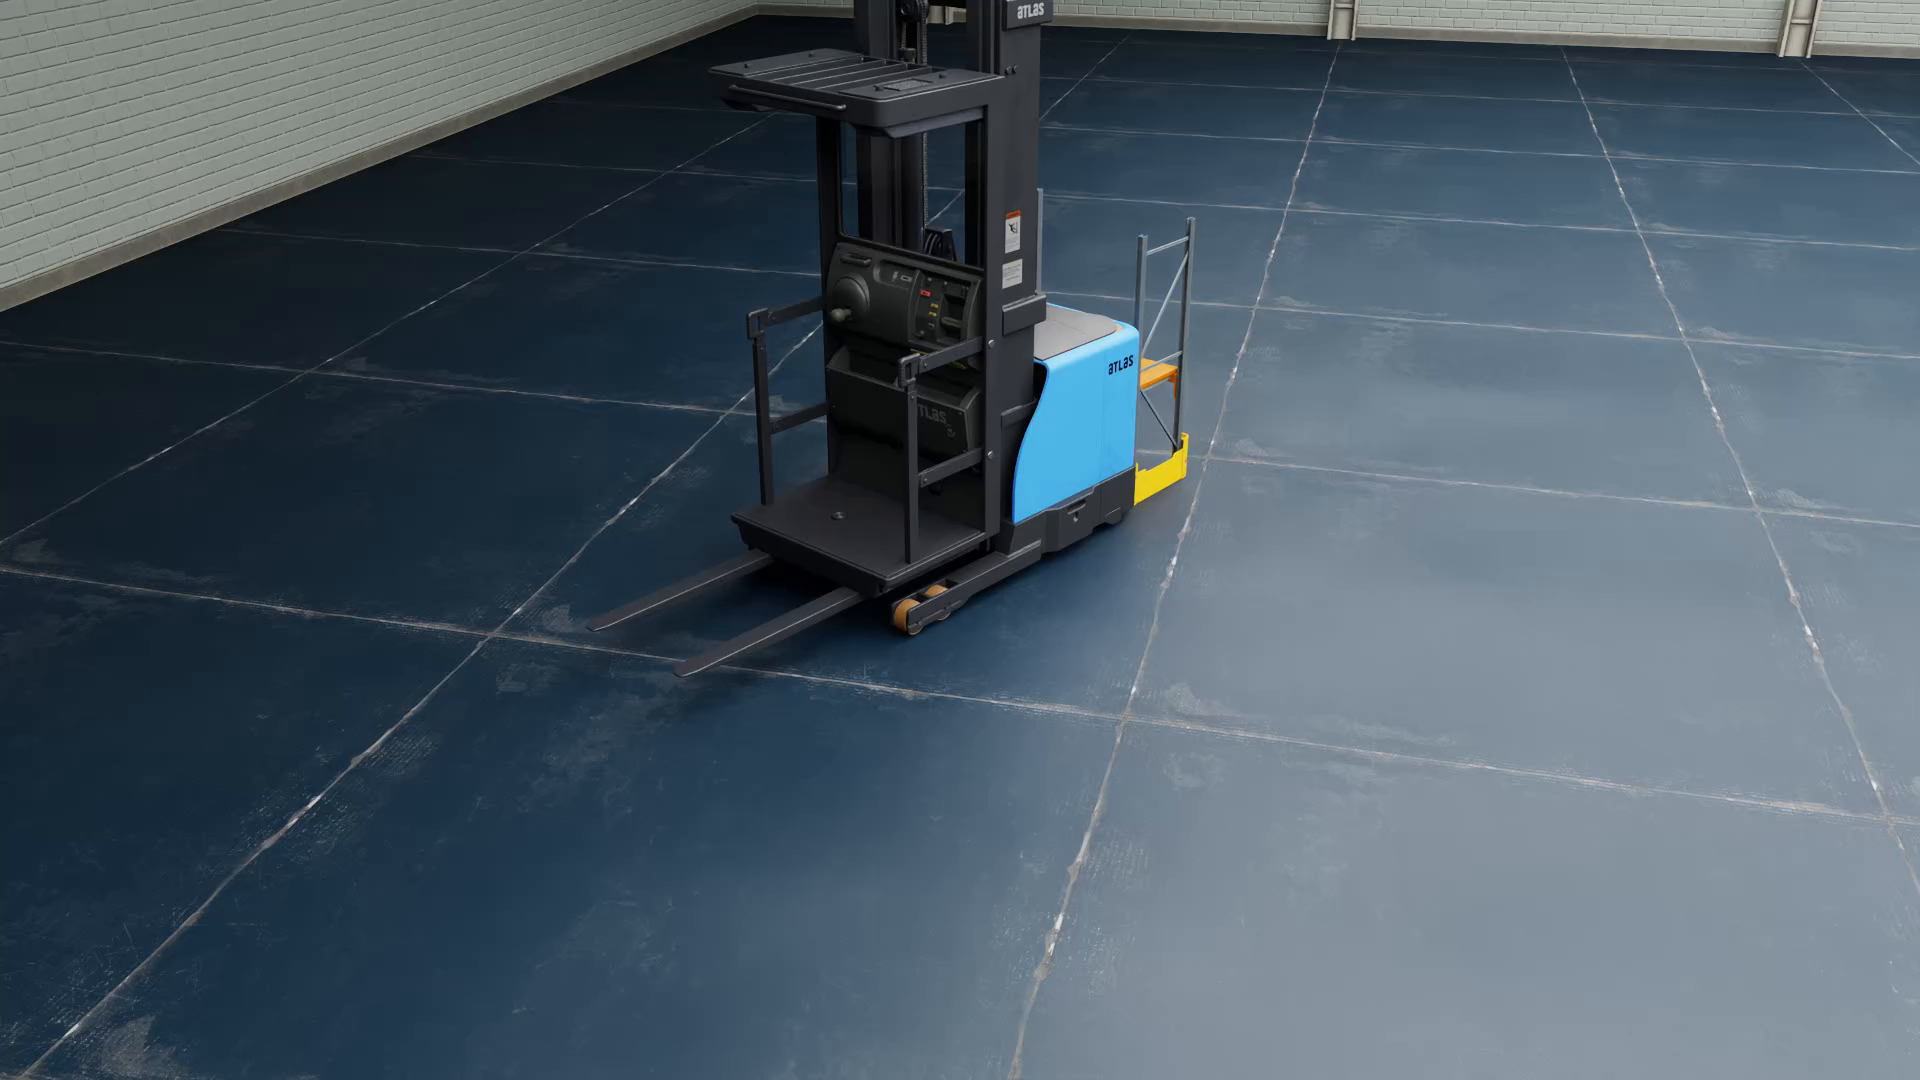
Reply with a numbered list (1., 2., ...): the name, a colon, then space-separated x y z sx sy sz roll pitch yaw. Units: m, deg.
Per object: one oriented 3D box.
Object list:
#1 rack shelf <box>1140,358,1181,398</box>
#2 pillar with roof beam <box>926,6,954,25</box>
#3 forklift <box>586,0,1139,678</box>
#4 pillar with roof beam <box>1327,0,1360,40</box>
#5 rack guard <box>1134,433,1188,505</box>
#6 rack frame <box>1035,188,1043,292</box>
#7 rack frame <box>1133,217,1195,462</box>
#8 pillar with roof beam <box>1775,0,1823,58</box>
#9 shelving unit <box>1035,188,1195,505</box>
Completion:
1. rack shelf: 0.692 -0.937 9.392 1.000 0.185 0.538 20 32 35
2. pillar with roof beam: -1.399 -10.131 19.561 0.400 9.000 9.100 6 26 13
3. forklift: -0.415 -1.124 7.701 1.130 2.935 3.031 21 33 37
4. pillar with roof beam: 4.412 -9.489 18.212 0.400 9.000 9.100 6 26 13
5. rack guard: 1.083 -0.396 9.291 0.087 0.250 0.587 20 32 35
6. rack frame: 0.301 -1.239 9.607 0.032 1.500 0.500 20 32 35
7. rack frame: 1.084 -0.961 9.022 0.032 1.500 0.500 20 32 35
8. pillar with roof beam: 10.223 -8.846 16.863 0.400 9.000 9.100 6 26 13
9. shelving unit: 0.699 -1.097 9.309 1.083 1.500 0.587 20 32 35
